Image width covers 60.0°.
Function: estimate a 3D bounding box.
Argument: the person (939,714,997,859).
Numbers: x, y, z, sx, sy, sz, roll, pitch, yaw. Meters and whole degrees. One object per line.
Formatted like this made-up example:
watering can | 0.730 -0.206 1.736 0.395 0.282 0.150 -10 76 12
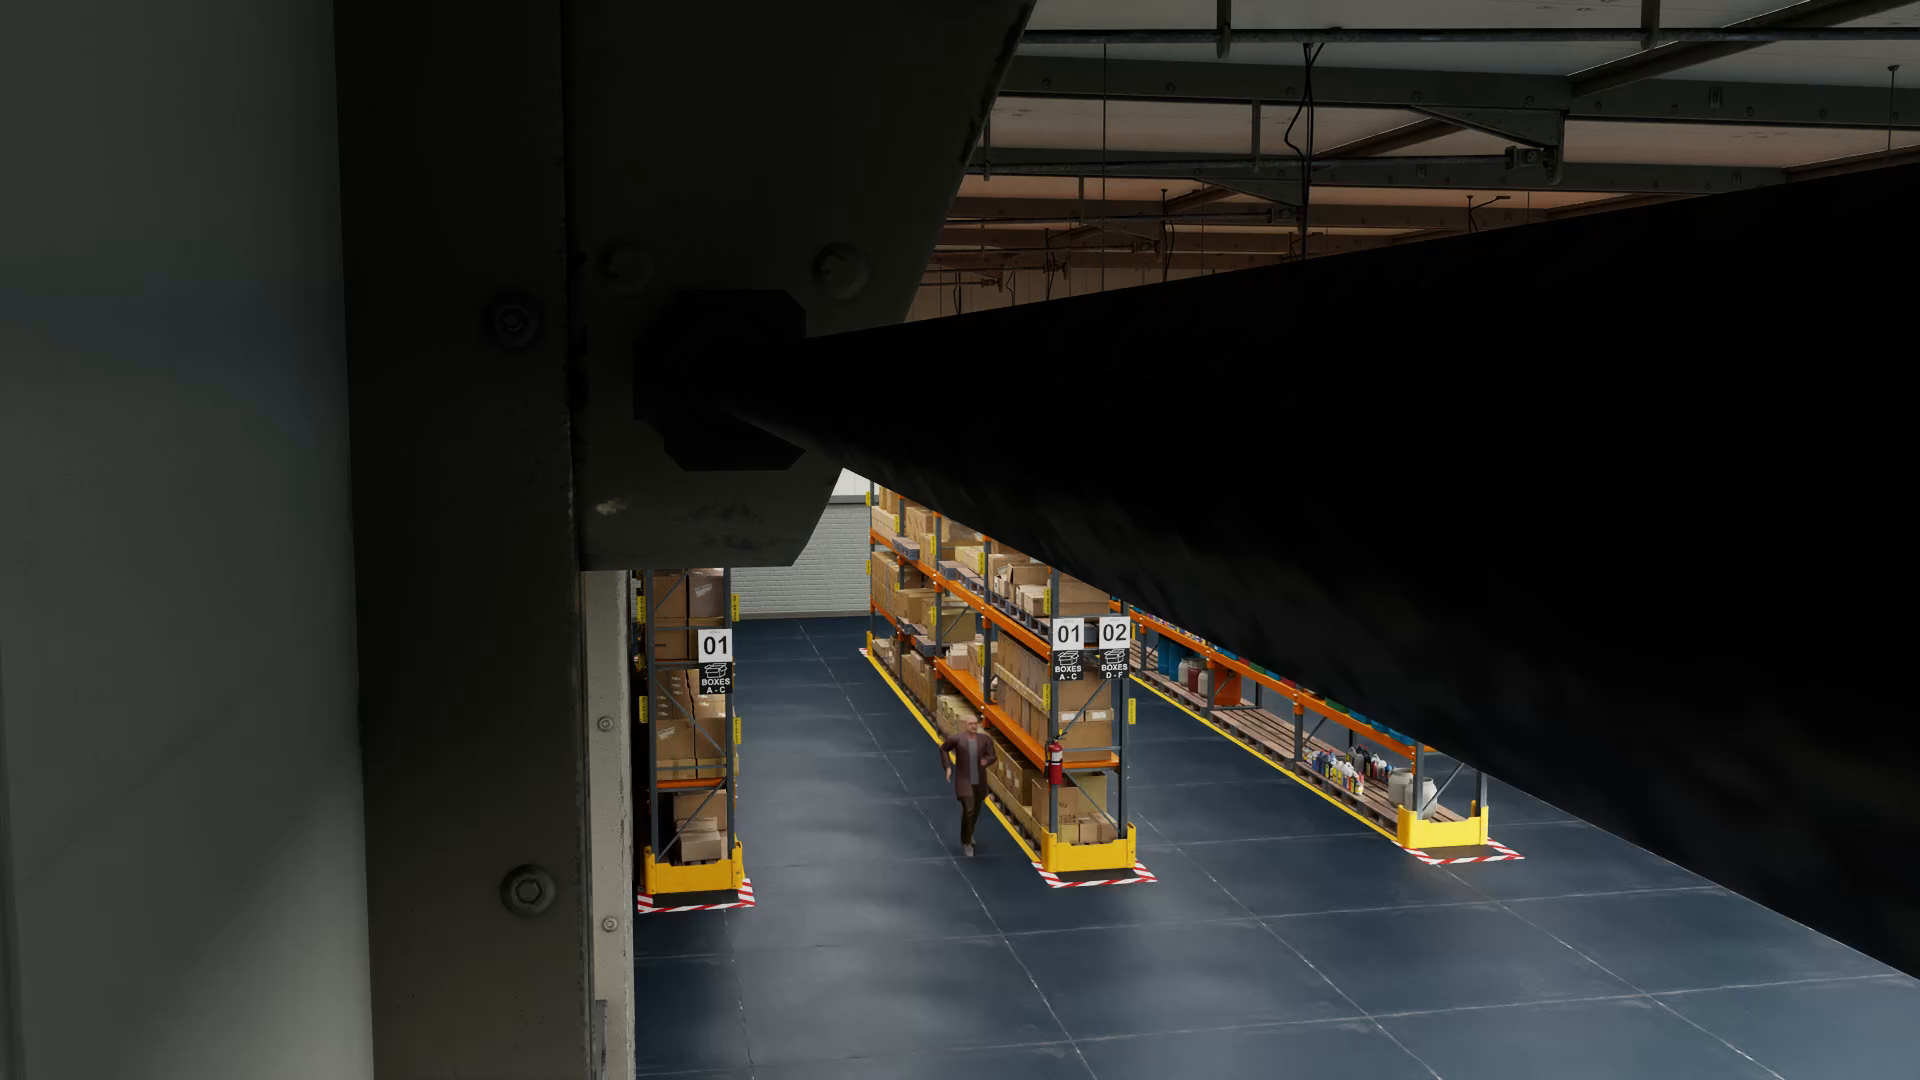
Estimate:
person | 0.134 3.229 21.706 0.669 1.748 0.838 -2 6 -20
